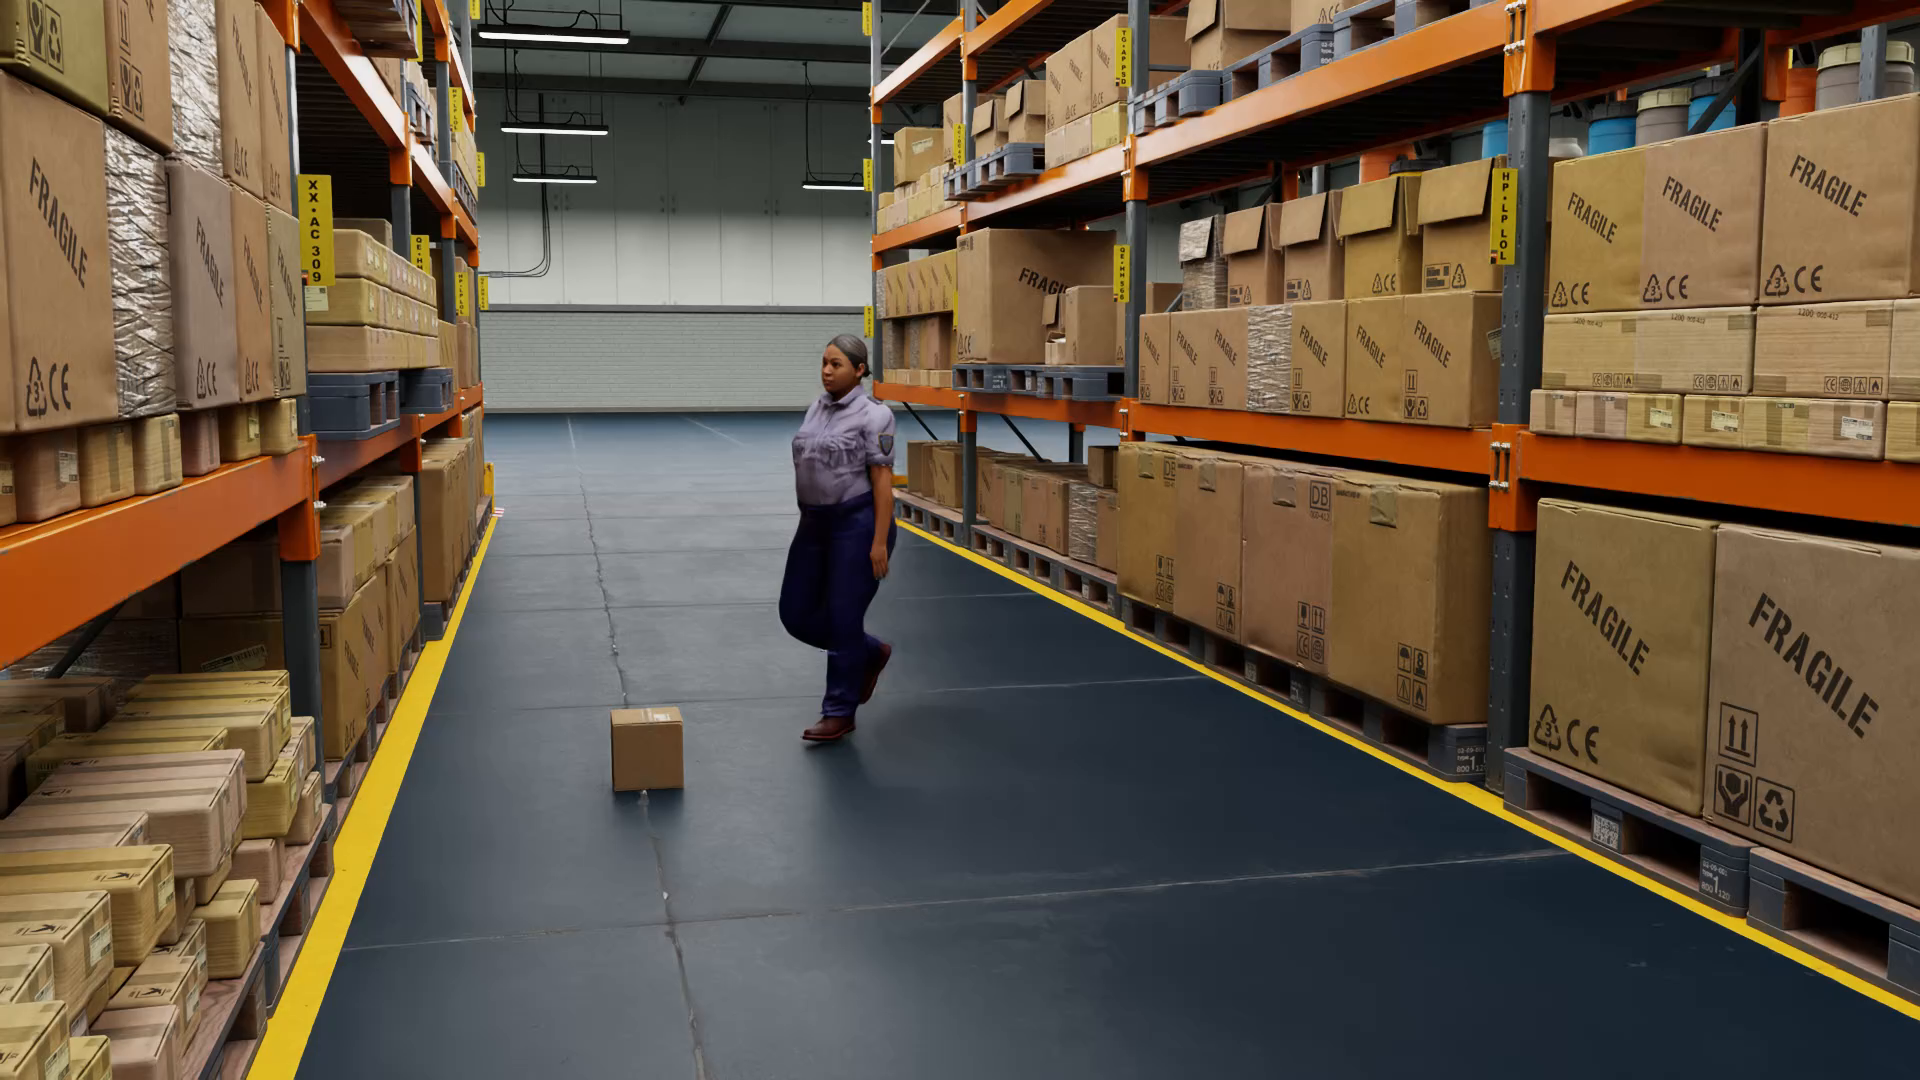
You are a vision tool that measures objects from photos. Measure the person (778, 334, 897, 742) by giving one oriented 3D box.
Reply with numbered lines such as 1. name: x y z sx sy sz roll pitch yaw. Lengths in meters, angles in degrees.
1. person: -0.454 -0.017 6.831 0.523 1.619 0.606 5 8 39
